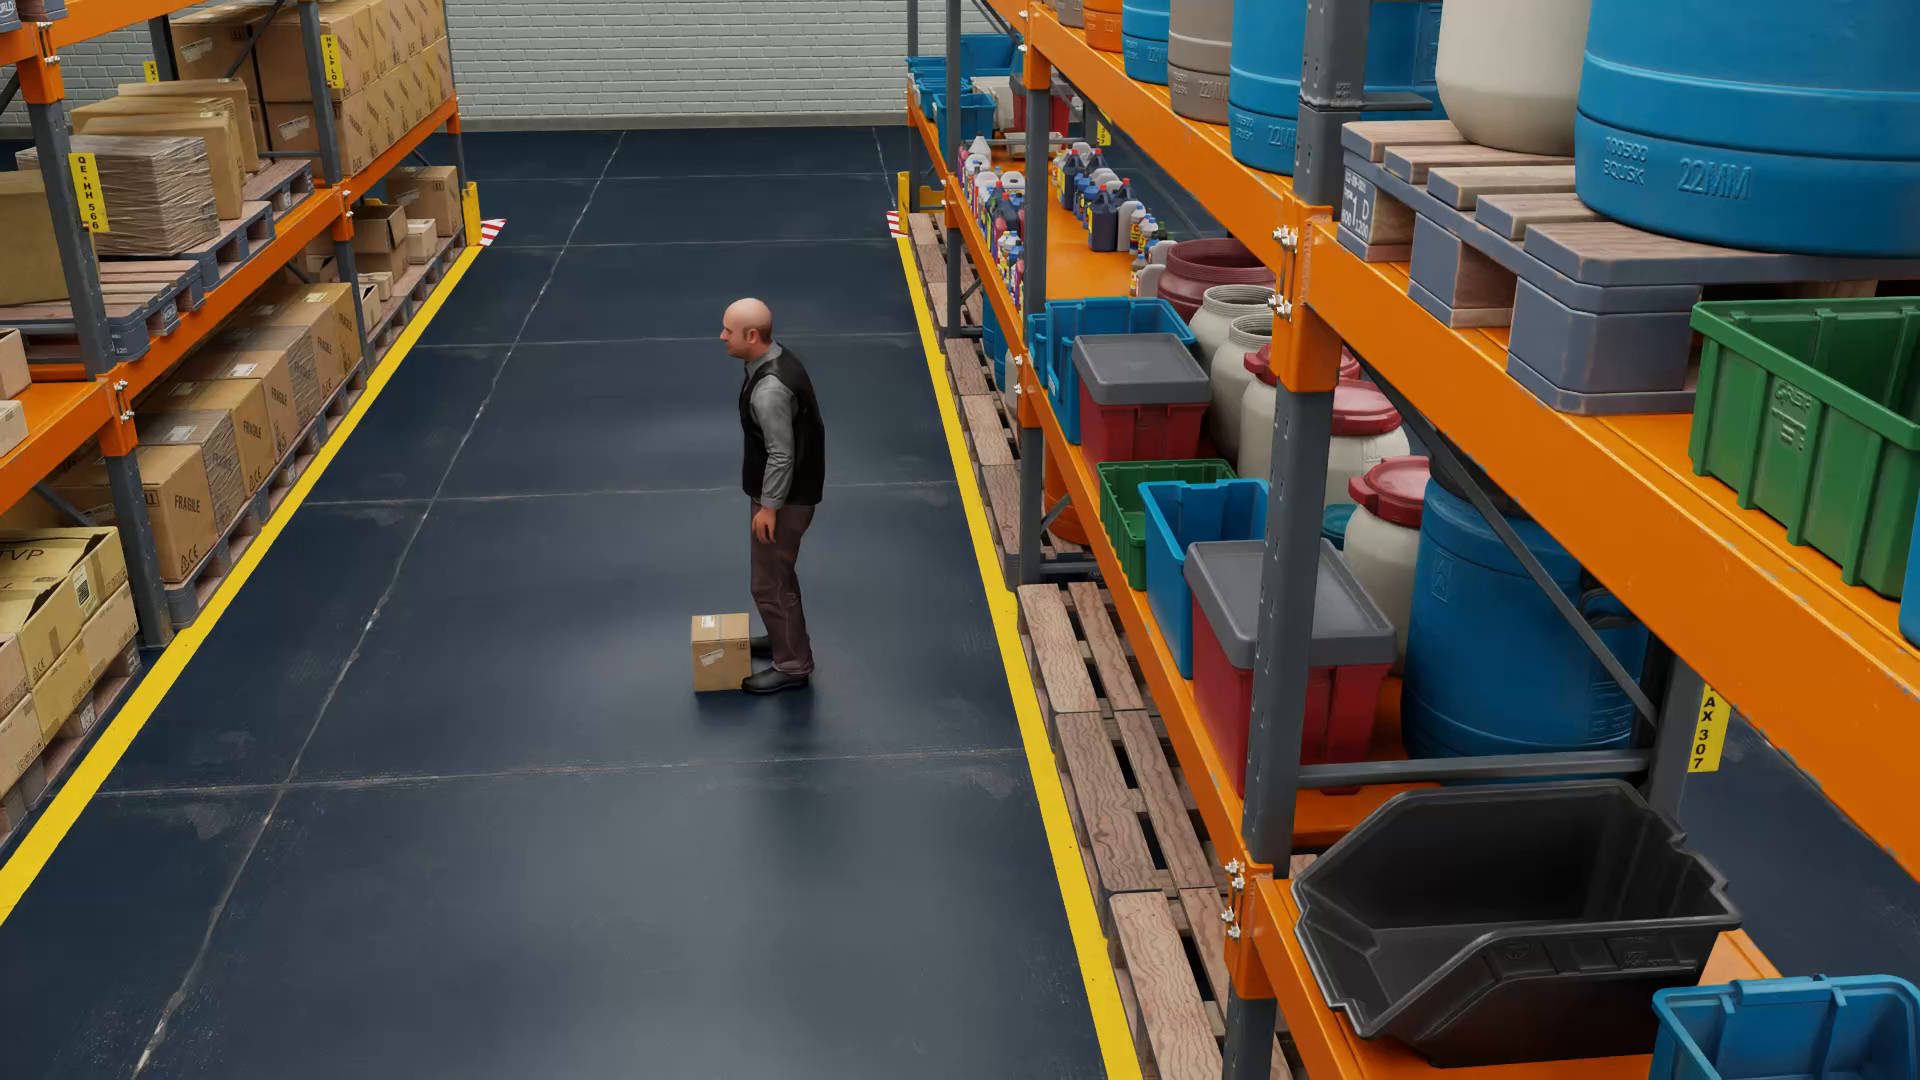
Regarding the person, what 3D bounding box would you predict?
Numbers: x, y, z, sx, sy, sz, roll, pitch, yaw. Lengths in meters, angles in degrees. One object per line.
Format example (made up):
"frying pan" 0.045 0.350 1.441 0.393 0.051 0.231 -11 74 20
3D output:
"person" -0.773 -0.195 7.076 0.412 1.721 0.583 -2 24 -6
